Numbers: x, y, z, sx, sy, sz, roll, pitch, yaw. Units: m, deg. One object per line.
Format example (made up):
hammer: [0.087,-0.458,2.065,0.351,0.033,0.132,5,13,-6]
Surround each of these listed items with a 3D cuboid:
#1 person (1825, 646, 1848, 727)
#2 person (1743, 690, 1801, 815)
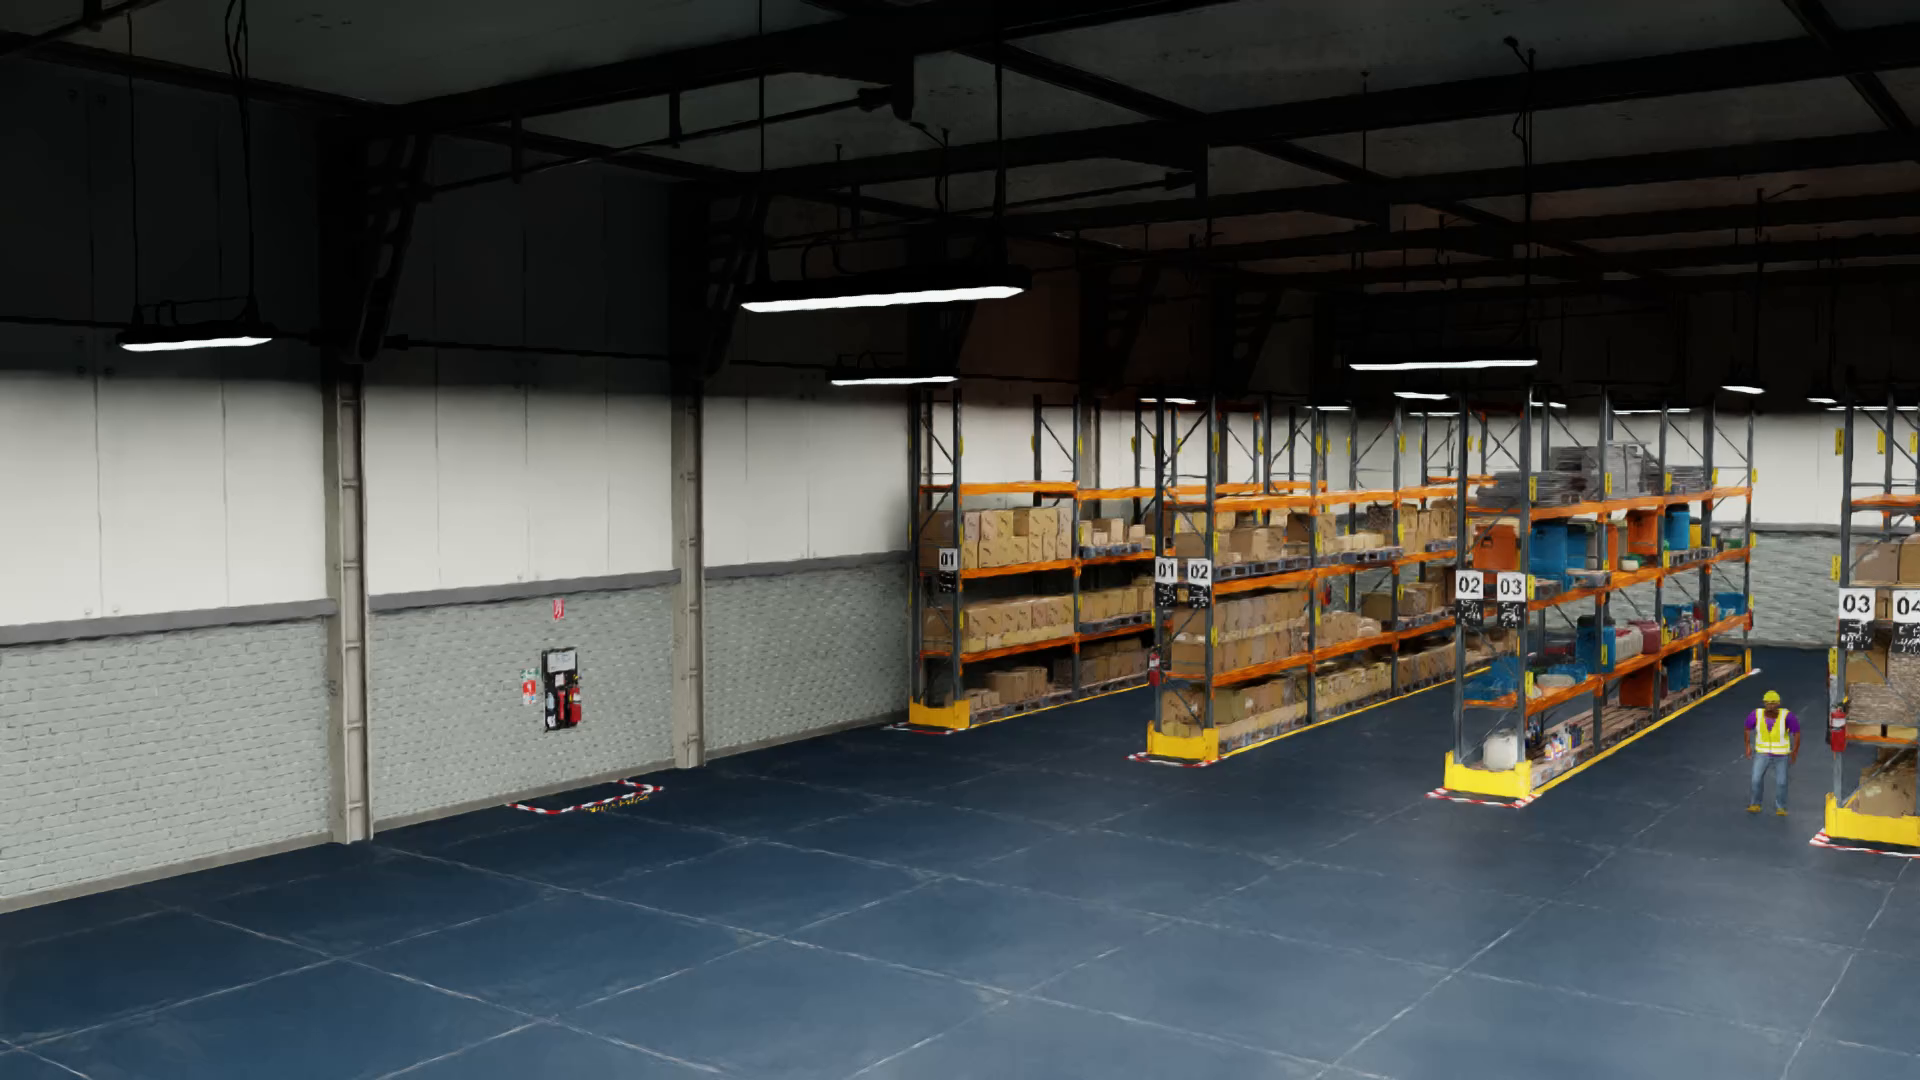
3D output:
person: [15.629,2.467,29.396,0.577,1.687,1.115,2,4,33]
person: [10.965,2.871,22.490,0.719,1.714,0.578,2,4,35]
